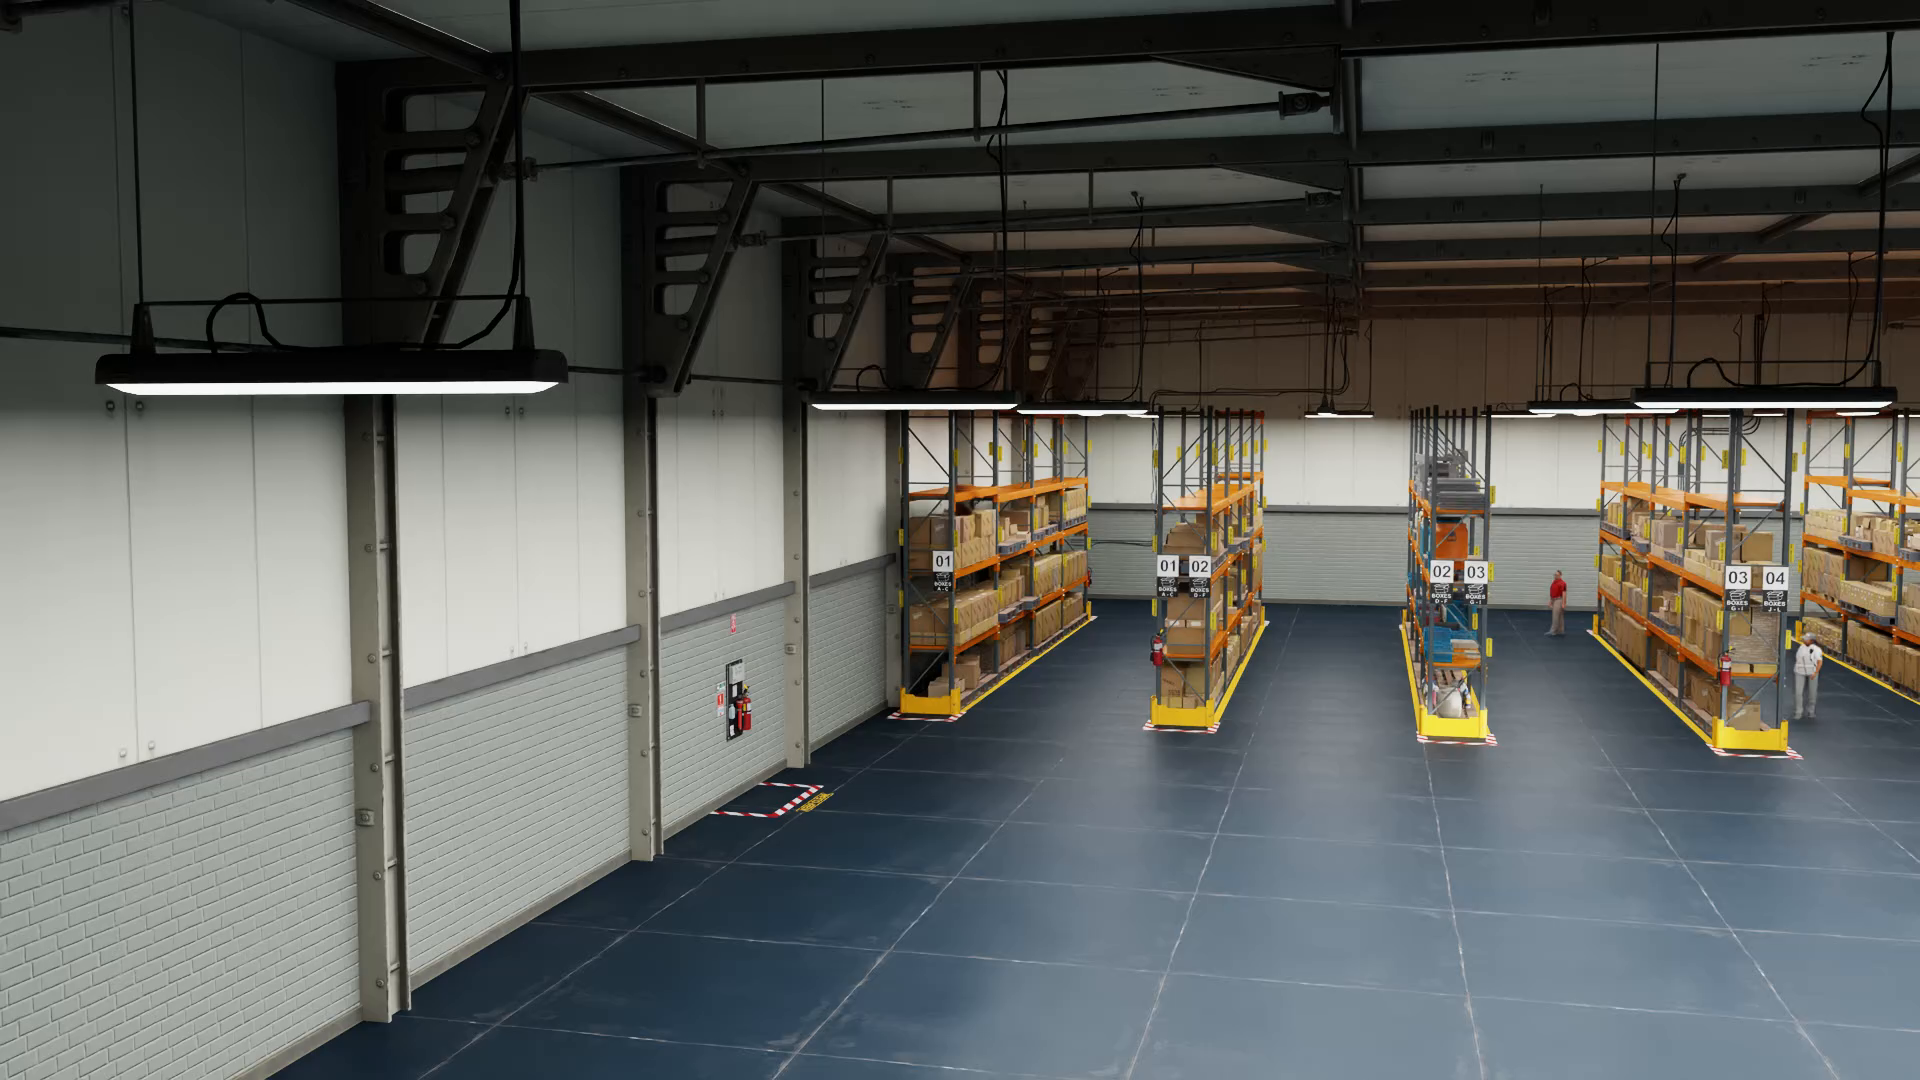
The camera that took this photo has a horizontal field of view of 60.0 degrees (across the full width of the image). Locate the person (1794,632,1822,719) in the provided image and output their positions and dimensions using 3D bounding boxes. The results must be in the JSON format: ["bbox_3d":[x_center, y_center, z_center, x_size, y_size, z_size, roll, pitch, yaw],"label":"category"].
[{"bbox_3d":[16.301,2.621,31.975,0.482,1.686,0.549,2,5,25],"label":"person"}]

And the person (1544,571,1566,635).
[{"bbox_3d":[15.876,1.673,44.448,0.617,1.717,0.561,0,4,4],"label":"person"}]
